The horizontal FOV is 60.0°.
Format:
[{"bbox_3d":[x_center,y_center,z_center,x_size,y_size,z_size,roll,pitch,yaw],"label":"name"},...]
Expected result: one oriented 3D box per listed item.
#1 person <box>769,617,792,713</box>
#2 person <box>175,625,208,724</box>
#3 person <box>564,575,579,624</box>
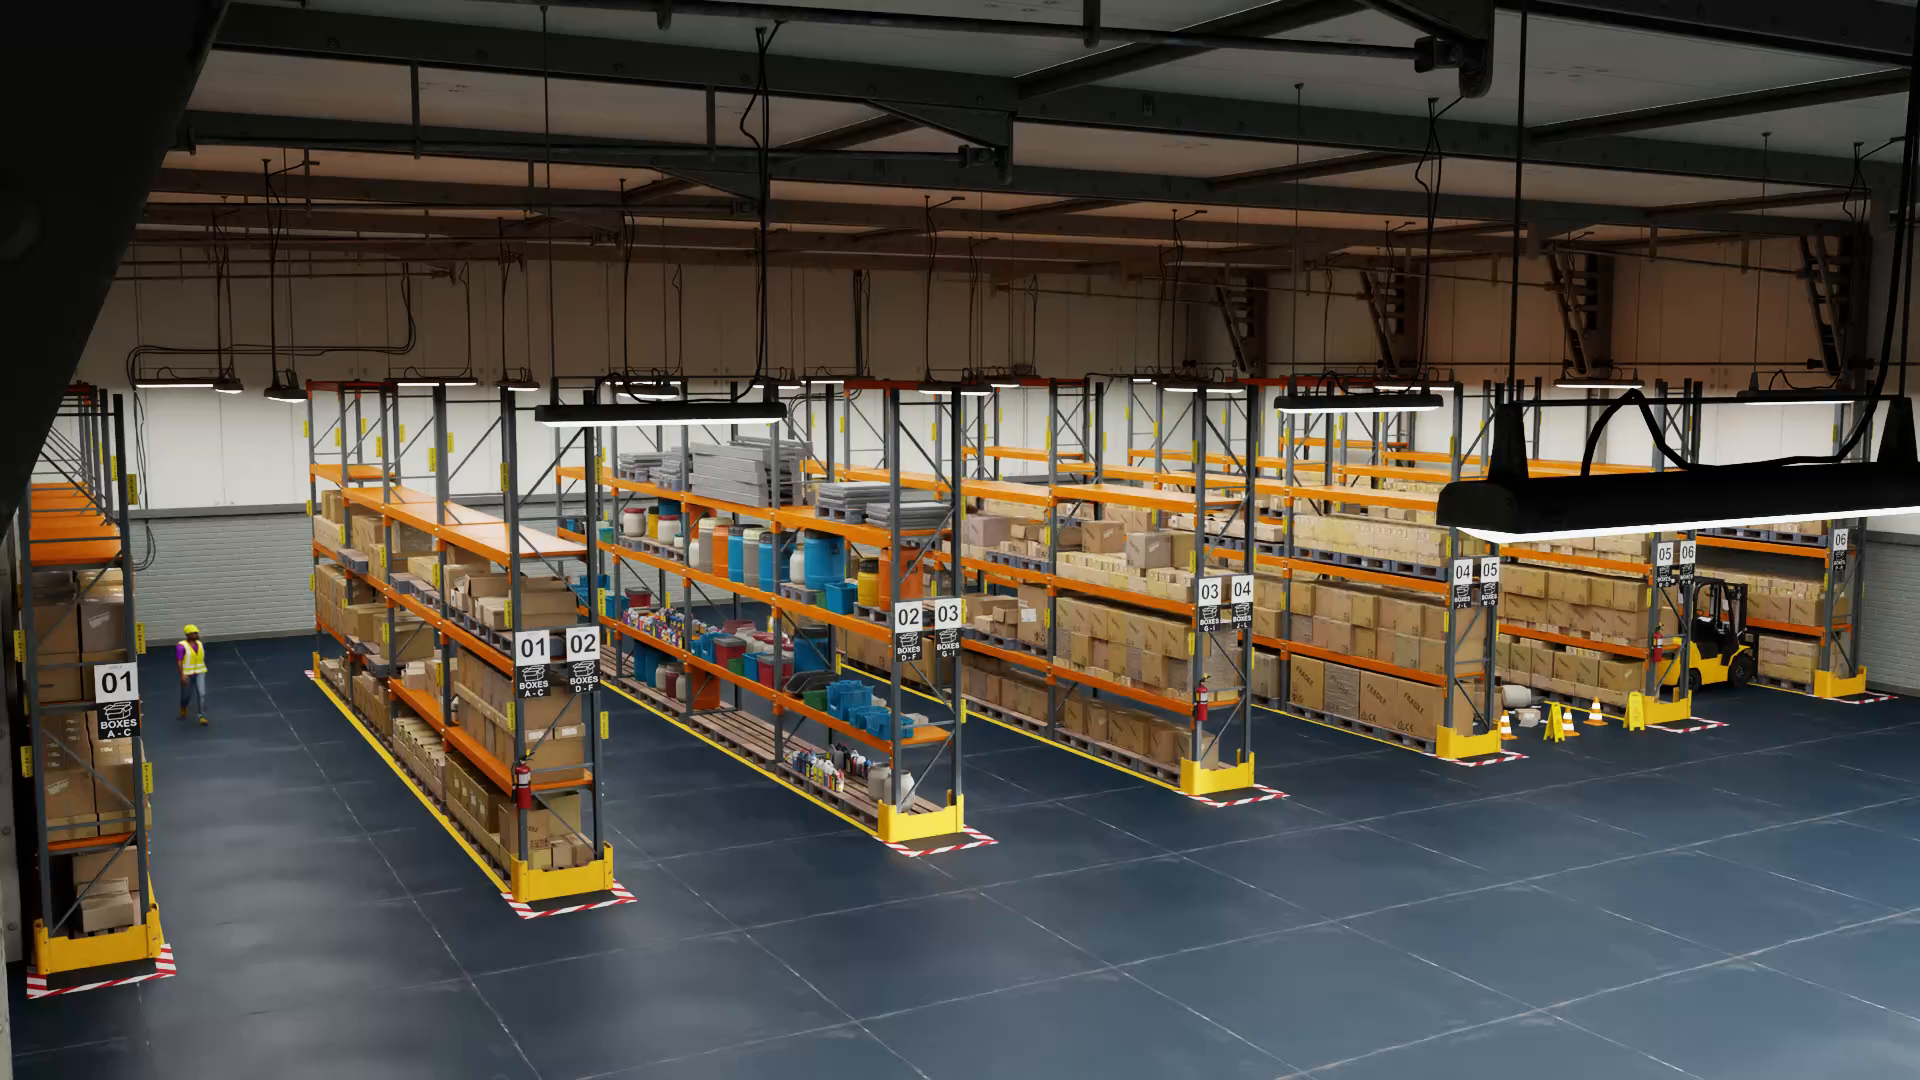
[{"bbox_3d":[-3.188,2.241,30.193,0.679,1.713,1.044,-4,7,-32],"label":"person"},{"bbox_3d":[-13.561,2.348,29.328,0.508,1.723,0.856,-4,7,-32],"label":"person"},{"bbox_3d":[-8.735,1.580,37.226,0.471,1.609,0.457,-4,7,-30],"label":"person"}]
